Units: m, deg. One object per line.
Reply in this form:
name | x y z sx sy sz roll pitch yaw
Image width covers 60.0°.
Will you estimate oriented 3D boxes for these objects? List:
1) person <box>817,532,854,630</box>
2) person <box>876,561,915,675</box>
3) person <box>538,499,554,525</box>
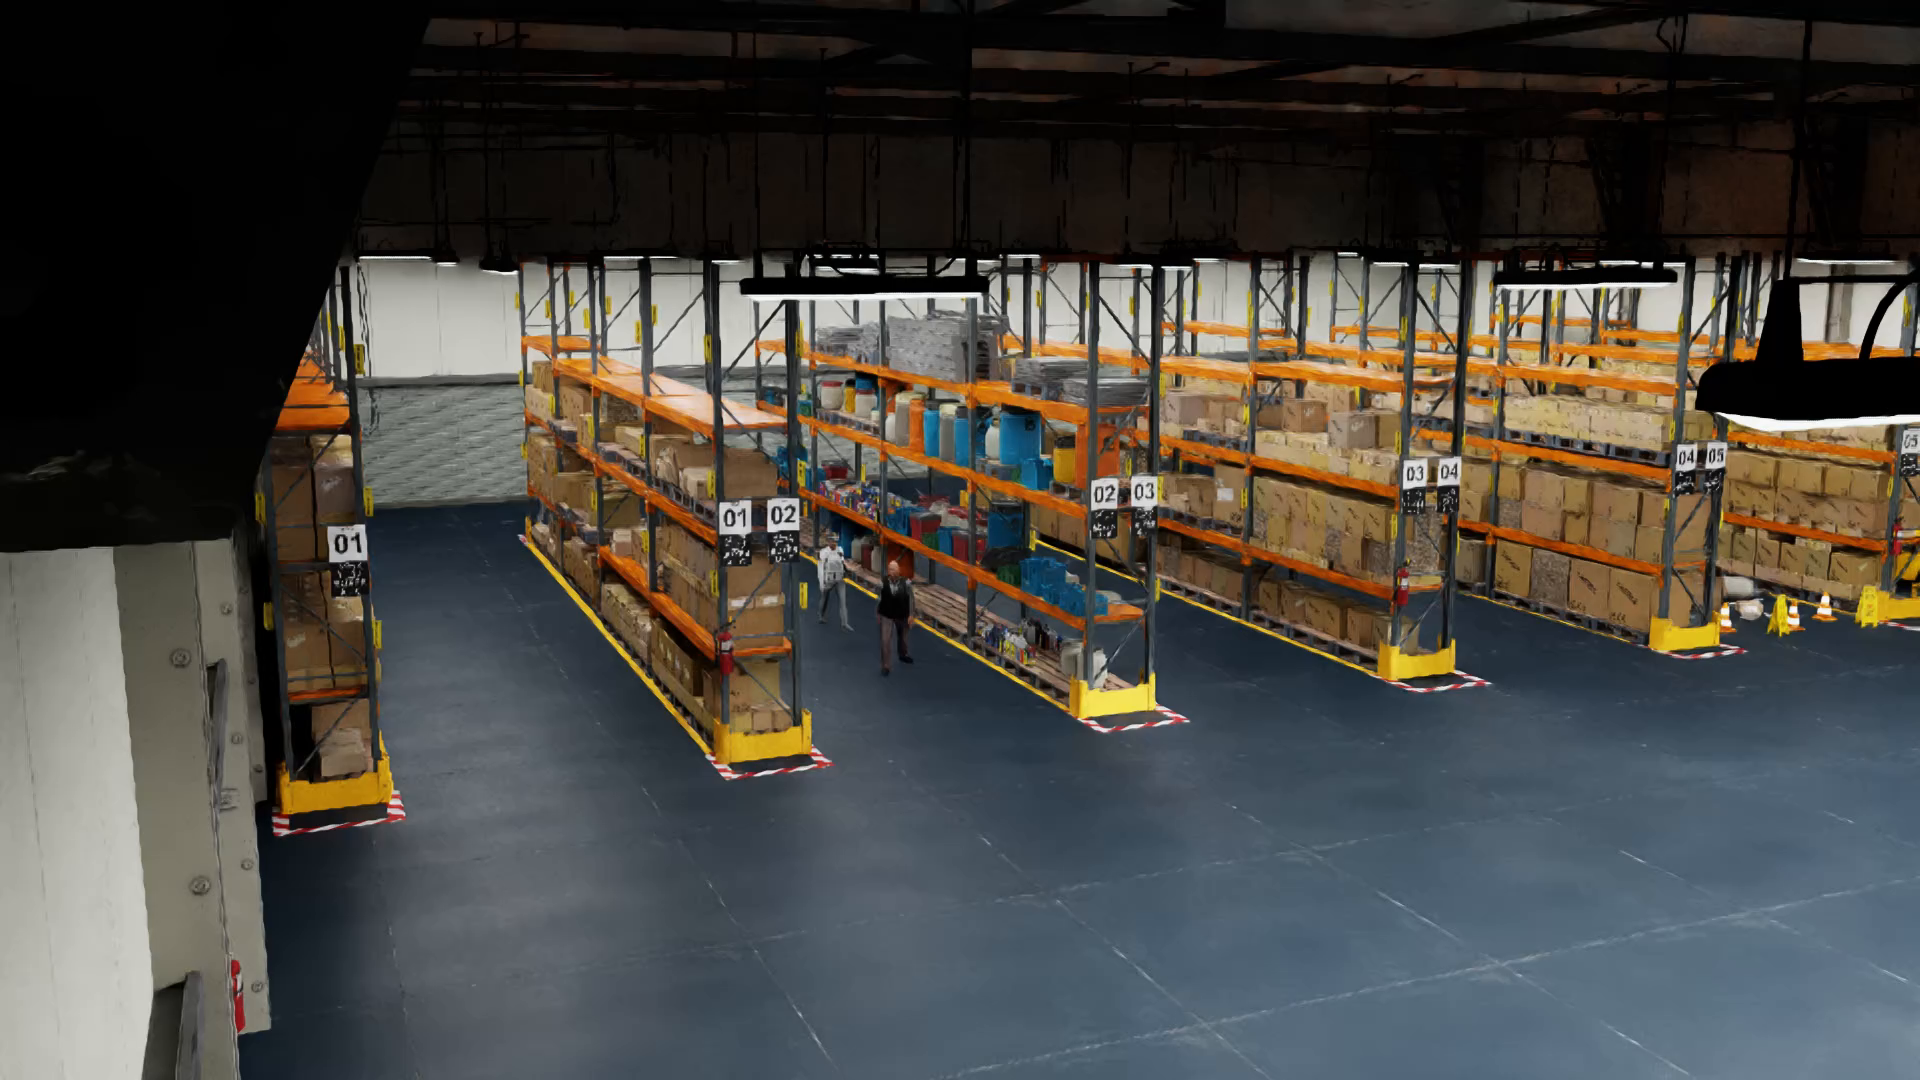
person | -2.077 0.634 27.053 0.495 1.589 1.086 -4 11 -20
person | -0.944 1.106 24.397 0.572 1.669 0.954 0 10 -2
person | -8.921 -0.971 35.928 0.478 1.602 0.454 2 11 10
